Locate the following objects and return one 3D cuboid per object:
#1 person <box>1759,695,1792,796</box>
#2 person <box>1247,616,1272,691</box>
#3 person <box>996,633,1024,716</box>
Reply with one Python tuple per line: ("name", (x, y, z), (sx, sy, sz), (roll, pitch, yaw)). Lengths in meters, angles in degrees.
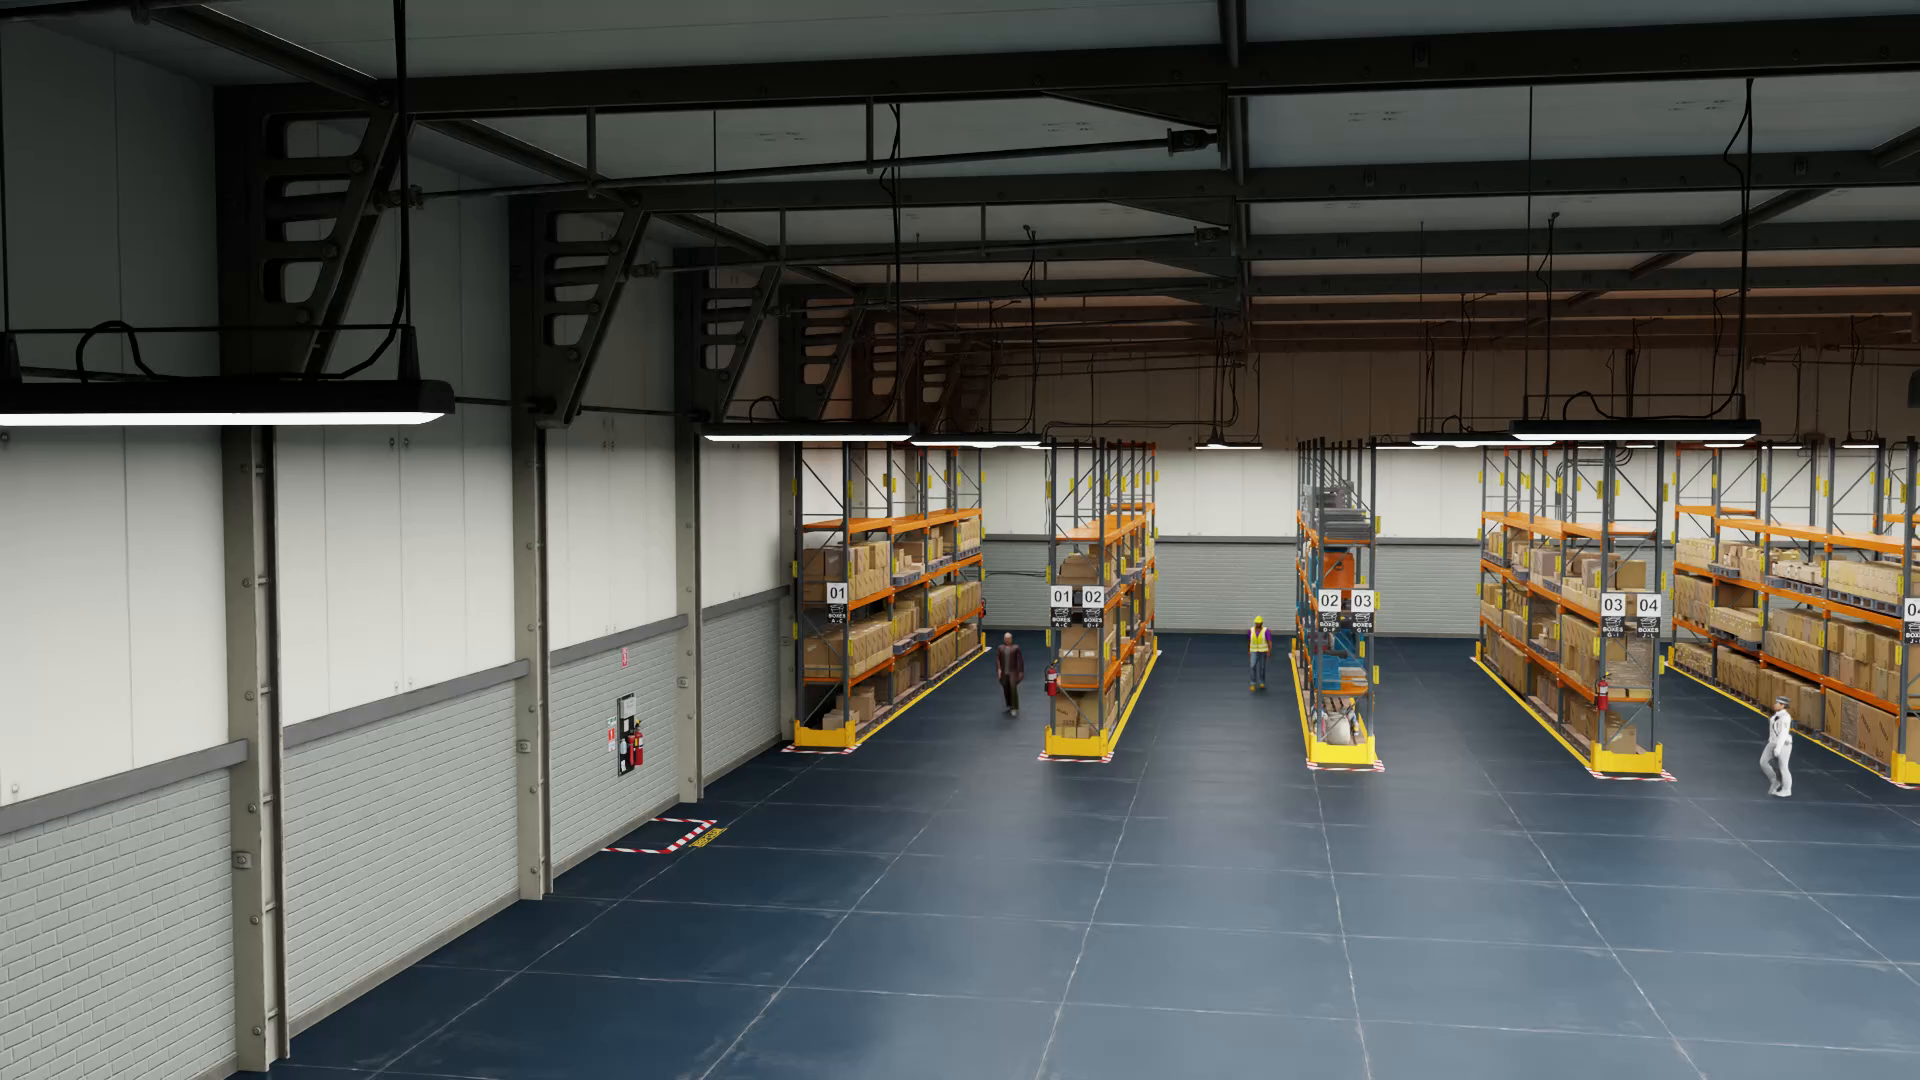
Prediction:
("person", (13.561, 3.419, 27.529), (0.457, 1.720, 0.465), (-1, 3, -13))
("person", (7.209, 2.718, 40.105), (0.622, 1.775, 0.705), (1, 3, 20))
("person", (1.073, 2.915, 36.373), (0.646, 1.755, 0.883), (1, 3, 23))
